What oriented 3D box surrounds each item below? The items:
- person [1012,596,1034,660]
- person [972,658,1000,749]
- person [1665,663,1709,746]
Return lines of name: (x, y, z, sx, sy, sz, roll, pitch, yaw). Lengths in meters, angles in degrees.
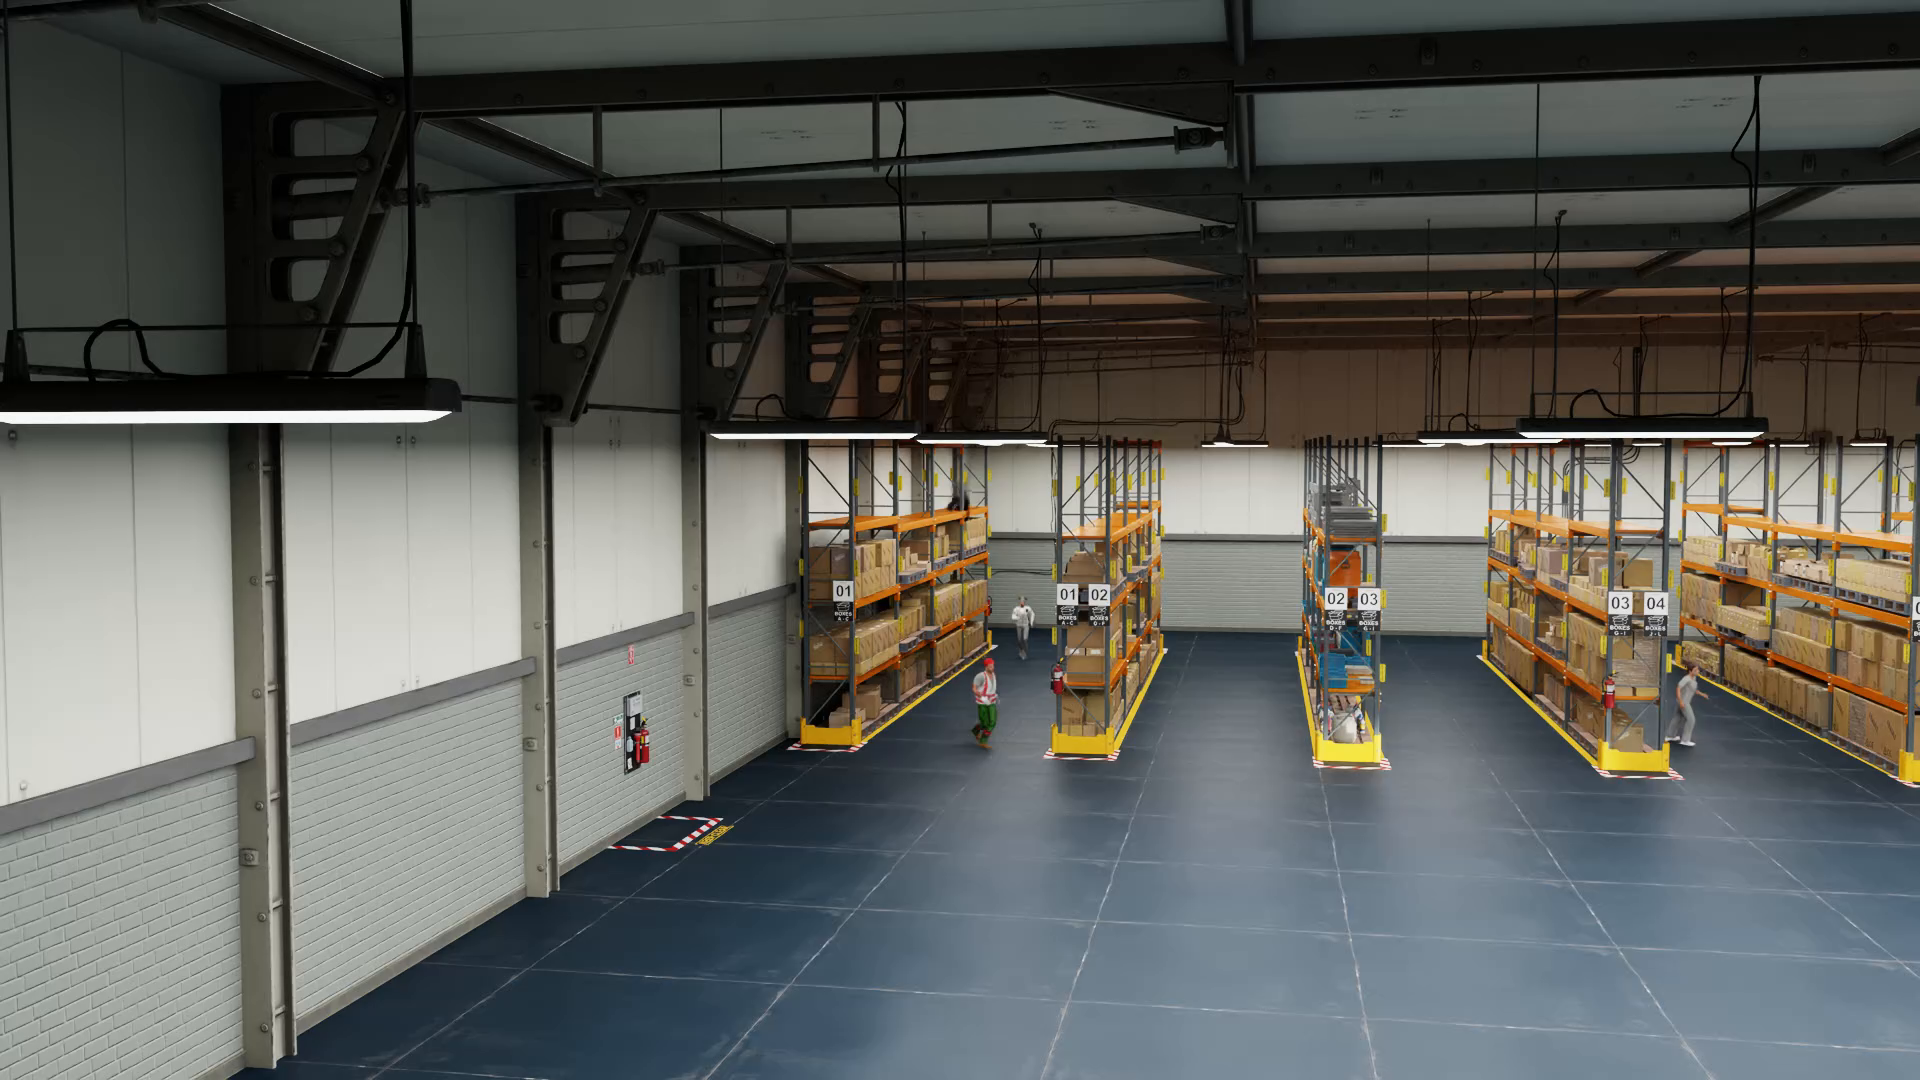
person: (1.720, 2.411, 45.628, 0.587, 1.748, 0.829, 0, 3, 6)
person: (0.436, 3.128, 32.046, 0.644, 1.736, 0.677, -2, 4, -37)
person: (14.144, 3.181, 32.368, 0.793, 1.604, 0.642, 2, 4, 34)
